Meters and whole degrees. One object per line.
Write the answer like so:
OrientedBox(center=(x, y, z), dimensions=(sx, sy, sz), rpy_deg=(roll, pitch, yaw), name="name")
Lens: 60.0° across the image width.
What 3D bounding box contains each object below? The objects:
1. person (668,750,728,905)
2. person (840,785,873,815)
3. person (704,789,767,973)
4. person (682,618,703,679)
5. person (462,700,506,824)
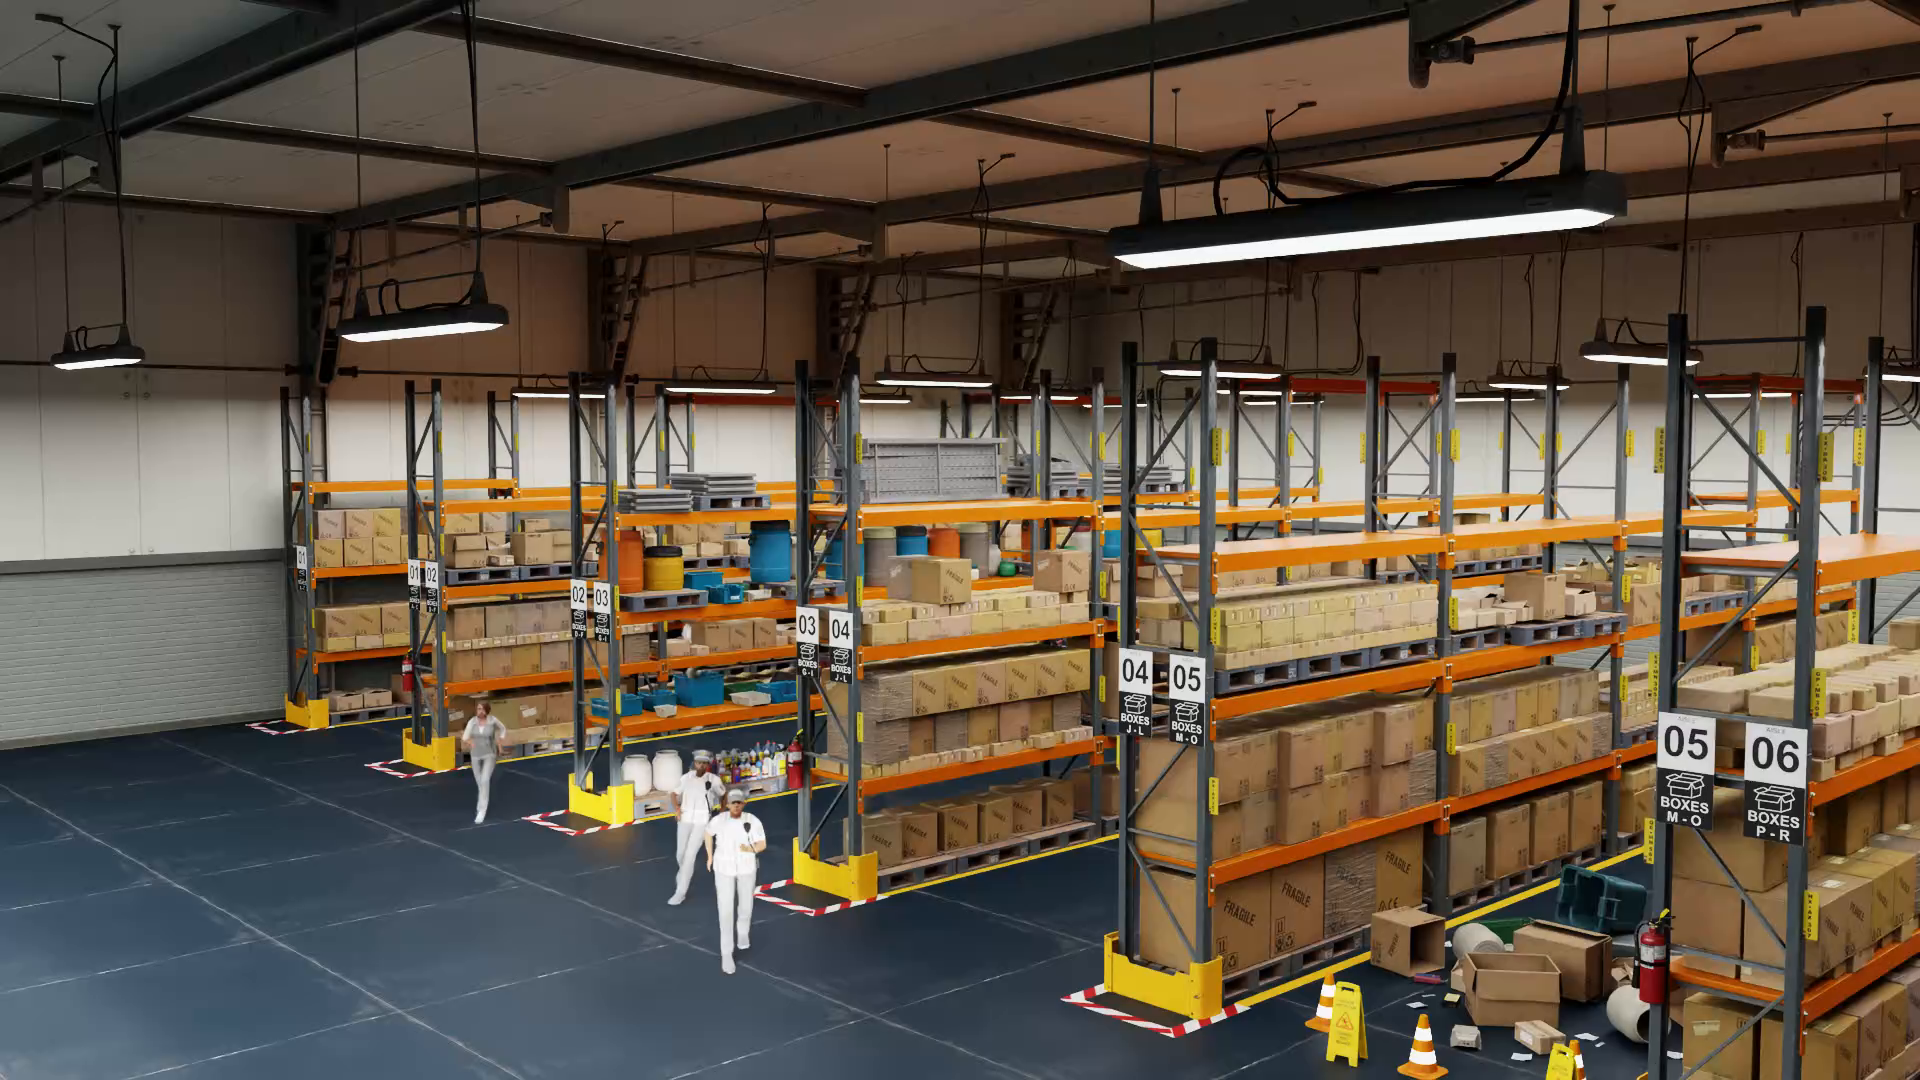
OrientedBox(center=(-2.933, 3.146, 18.512), dimensions=(0.652, 1.654, 0.877), rpy_deg=(0, 4, 5), name="person")
OrientedBox(center=(-1.302, 2.911, 21.775), dimensions=(0.705, 1.718, 0.556), rpy_deg=(3, 5, 37), name="person")
OrientedBox(center=(-2.199, 3.288, 16.312), dimensions=(0.589, 1.703, 0.826), rpy_deg=(-1, 4, -12), name="person")
OrientedBox(center=(-5.148, 2.240, 32.198), dimensions=(0.630, 1.798, 1.139), rpy_deg=(3, 5, 39), name="person")
OrientedBox(center=(-6.396, 2.959, 22.361), dimensions=(0.516, 1.624, 0.779), rpy_deg=(0, 4, 1), name="person")
